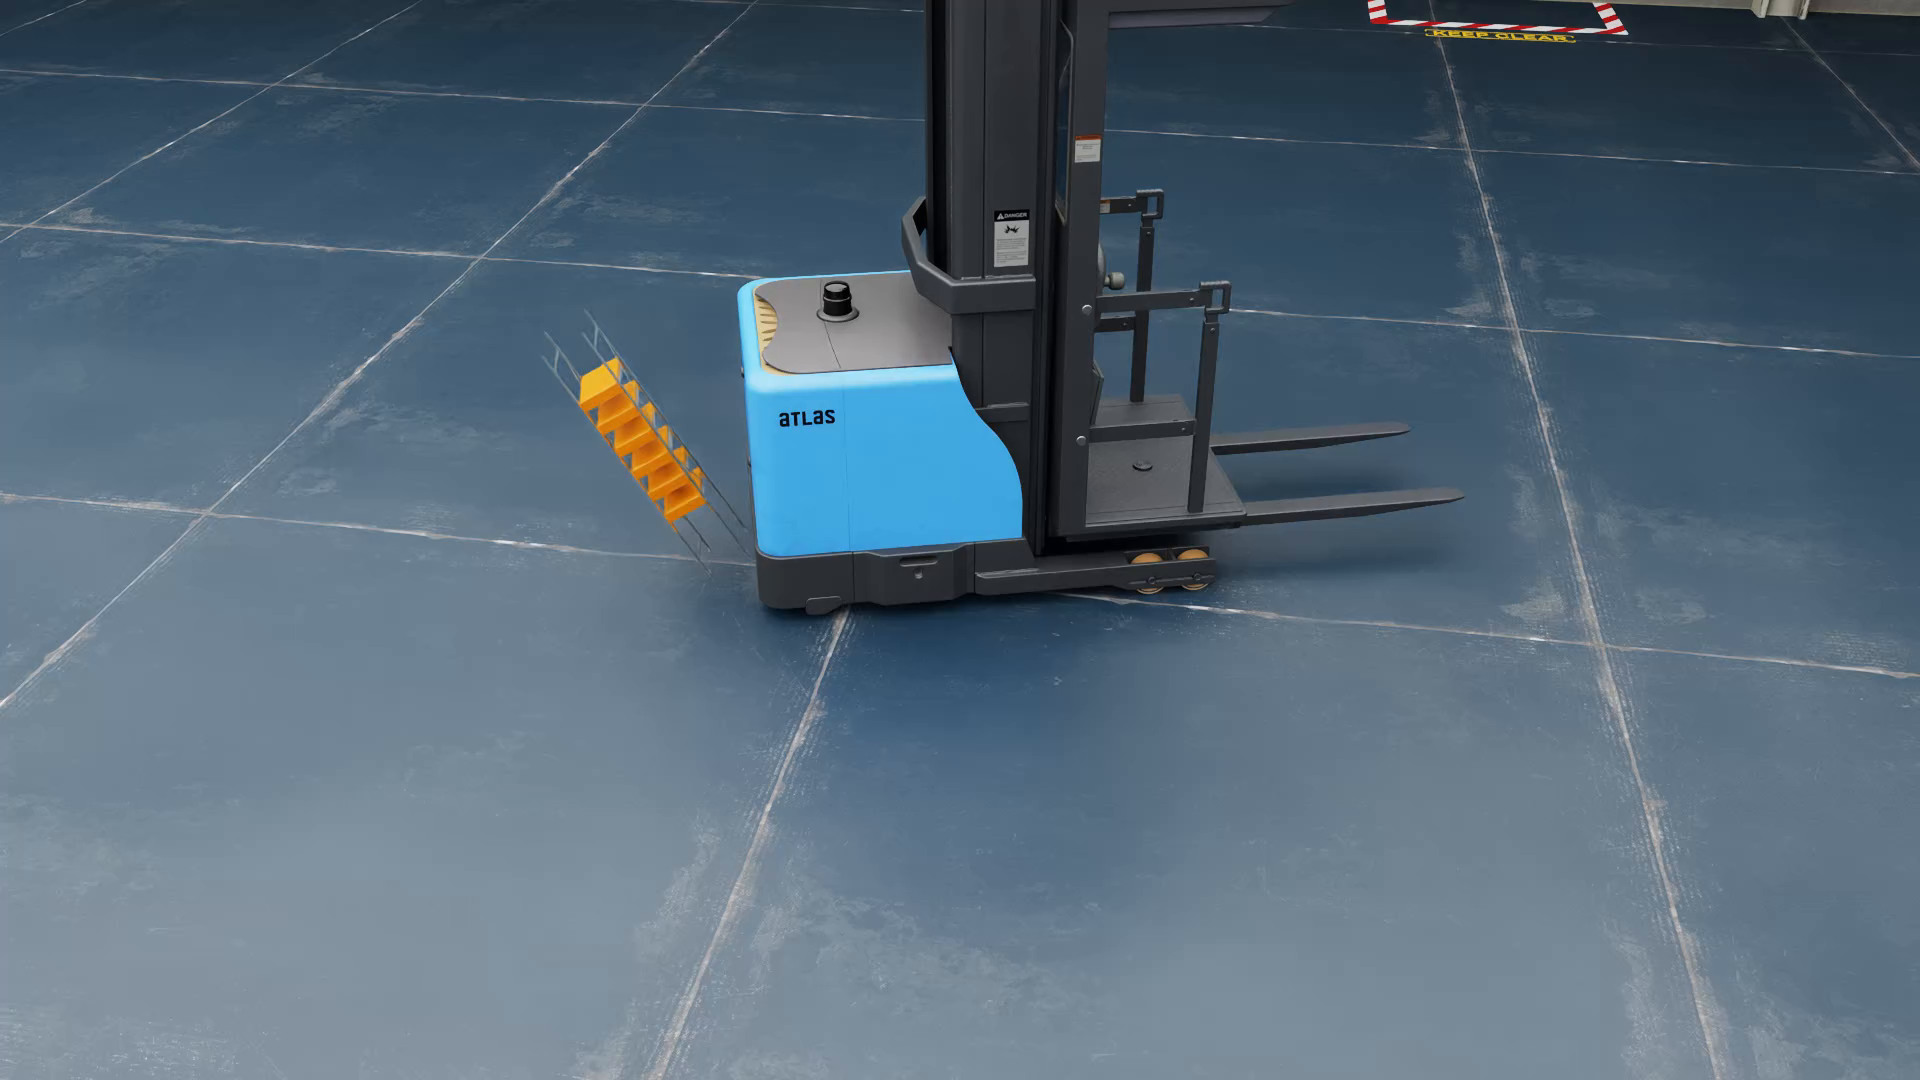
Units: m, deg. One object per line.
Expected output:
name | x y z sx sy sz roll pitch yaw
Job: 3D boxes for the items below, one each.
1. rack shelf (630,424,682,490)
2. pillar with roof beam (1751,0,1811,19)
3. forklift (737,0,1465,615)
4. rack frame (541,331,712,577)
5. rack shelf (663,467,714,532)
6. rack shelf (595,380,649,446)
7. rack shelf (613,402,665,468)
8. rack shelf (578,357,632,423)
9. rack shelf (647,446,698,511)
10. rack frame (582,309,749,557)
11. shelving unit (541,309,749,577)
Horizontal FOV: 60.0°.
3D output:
rack shelf | -1.241 -0.345 6.789 0.180 0.103 0.258 -28 32 8
pillar with roof beam | 6.490 -6.204 8.681 0.400 9.000 9.100 5 32 8
forklift | 0.619 -1.293 6.552 3.031 2.935 1.130 -5 32 -7
rack frame | -1.342 -0.334 6.778 0.006 1.200 0.240 -28 32 8
rack shelf | -1.131 -0.174 6.916 0.180 0.103 0.258 -28 32 8
rack shelf | -1.352 -0.516 6.662 0.180 0.103 0.258 -28 32 8
rack shelf | -1.296 -0.430 6.725 0.180 0.103 0.258 -28 32 8
rack shelf | -1.407 -0.601 6.598 0.180 0.103 0.258 -28 32 8
rack shelf | -1.186 -0.259 6.853 0.180 0.103 0.258 -28 32 8
rack frame | -1.182 -0.419 6.753 0.006 1.200 0.240 -28 32 8
shelving unit | -1.262 -0.377 6.765 0.189 1.200 0.258 -28 32 8
